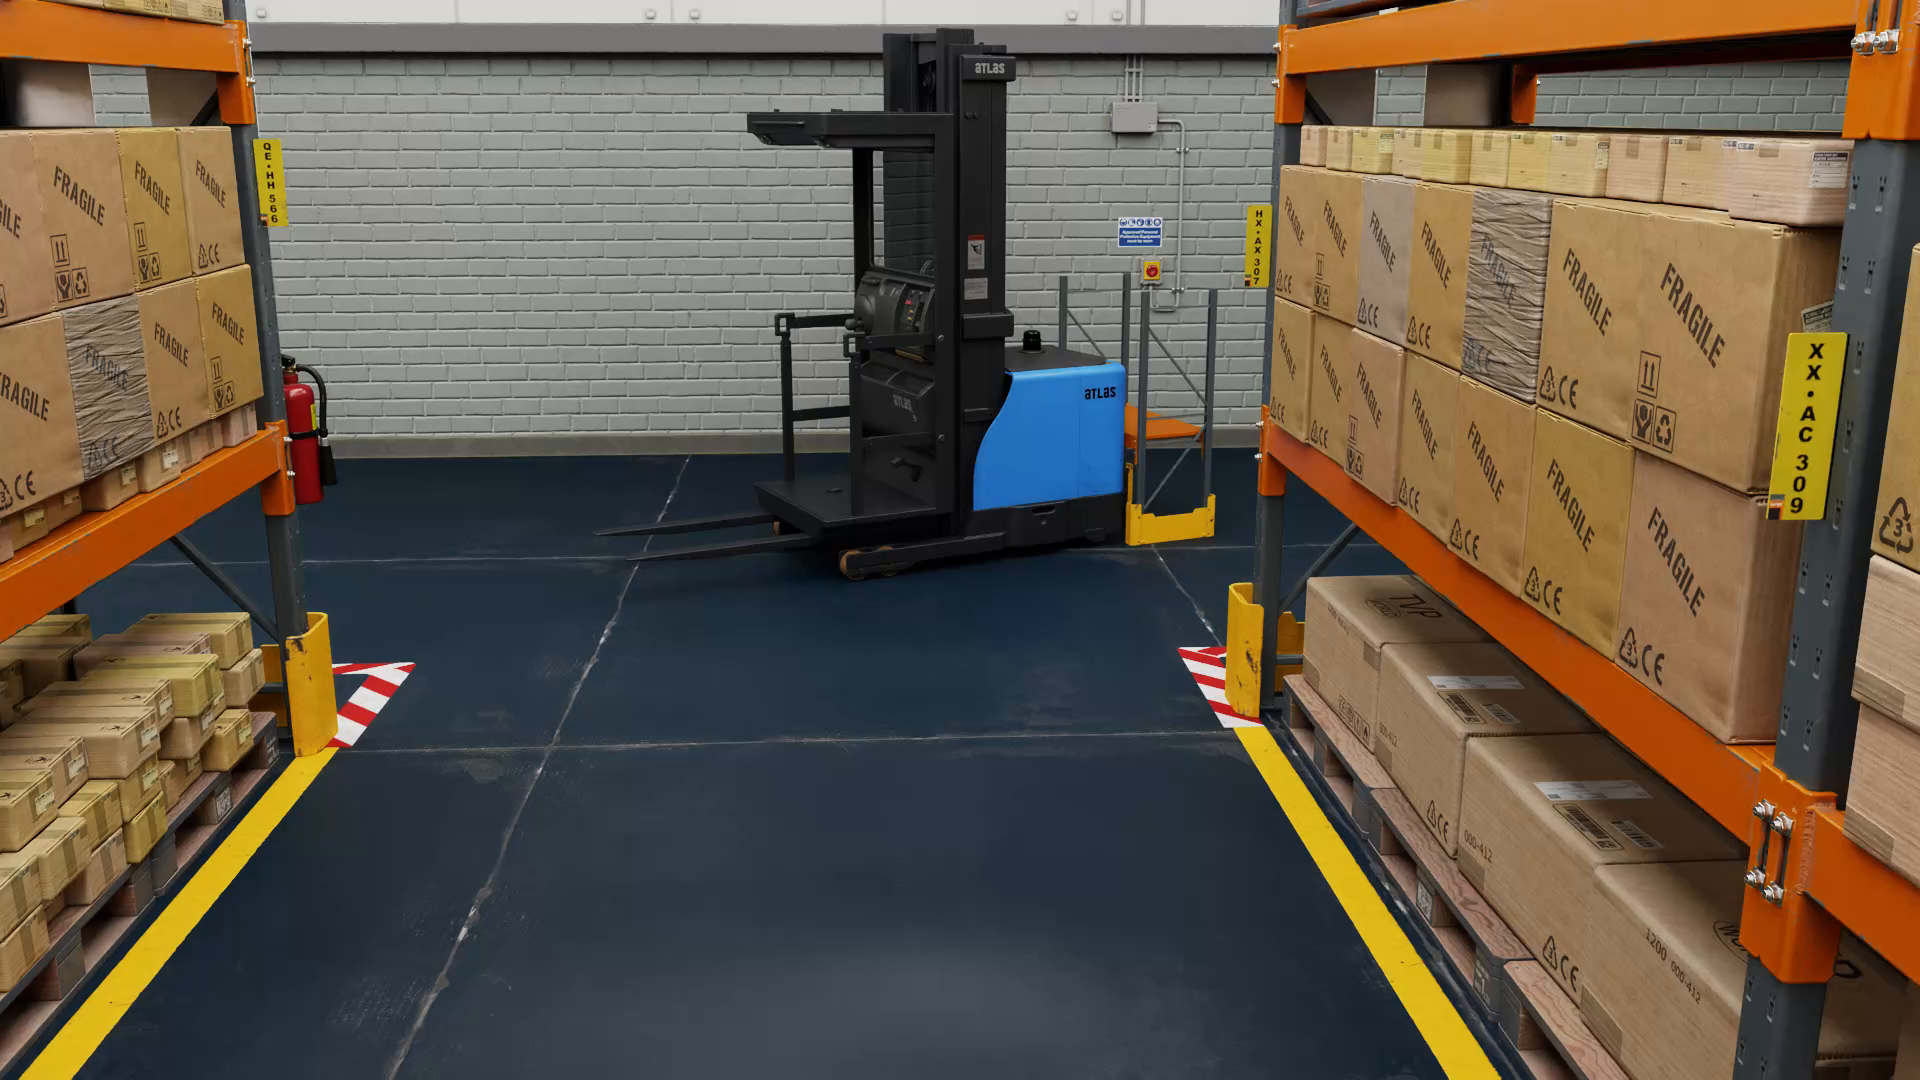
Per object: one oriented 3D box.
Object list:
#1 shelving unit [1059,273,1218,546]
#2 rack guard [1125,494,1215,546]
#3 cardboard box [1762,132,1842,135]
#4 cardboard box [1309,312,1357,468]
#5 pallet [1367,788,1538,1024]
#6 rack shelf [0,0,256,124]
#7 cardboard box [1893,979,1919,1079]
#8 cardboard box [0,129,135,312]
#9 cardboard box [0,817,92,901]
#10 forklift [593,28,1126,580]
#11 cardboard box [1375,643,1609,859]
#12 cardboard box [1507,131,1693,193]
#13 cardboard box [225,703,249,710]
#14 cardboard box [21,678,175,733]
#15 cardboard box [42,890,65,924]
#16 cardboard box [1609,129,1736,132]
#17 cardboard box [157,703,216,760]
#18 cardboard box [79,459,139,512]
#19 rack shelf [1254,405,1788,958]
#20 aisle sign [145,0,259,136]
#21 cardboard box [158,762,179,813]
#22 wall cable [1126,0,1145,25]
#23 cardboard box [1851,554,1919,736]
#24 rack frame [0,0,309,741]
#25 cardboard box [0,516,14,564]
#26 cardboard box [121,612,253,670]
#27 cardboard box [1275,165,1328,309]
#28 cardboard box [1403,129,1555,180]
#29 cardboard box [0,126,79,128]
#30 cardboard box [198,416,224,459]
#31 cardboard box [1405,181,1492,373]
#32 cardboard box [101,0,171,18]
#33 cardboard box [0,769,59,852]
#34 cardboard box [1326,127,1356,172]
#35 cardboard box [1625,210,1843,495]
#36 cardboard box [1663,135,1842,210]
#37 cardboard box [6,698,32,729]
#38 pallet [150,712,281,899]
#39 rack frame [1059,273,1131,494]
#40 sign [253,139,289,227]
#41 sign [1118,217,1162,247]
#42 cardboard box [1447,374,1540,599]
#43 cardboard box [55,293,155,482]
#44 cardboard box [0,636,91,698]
[{"bbox_3d":[1.065,-0.844,10.295,0.587,1.500,1.083,-6,16,-23],"label":"shelving unit"},{"bbox_3d":[1.268,-0.125,10.010,0.587,0.250,0.087,-6,16,-23],"label":"rack guard"},{"bbox_3d":[2.218,-0.930,4.111,0.380,0.149,0.250,-1,14,-5],"label":"cardboard box"},{"bbox_3d":[1.565,-0.539,5.900,0.500,0.500,0.500,-1,14,-4],"label":"cardboard box"},{"bbox_3d":[1.962,1.111,5.284,1.003,0.211,1.213,-1,14,-3],"label":"pallet"},{"bbox_3d":[-3.048,-1.245,4.269,1.077,0.370,4.000,-1,14,-3],"label":"rack shelf"},{"bbox_3d":[2.128,1.234,2.633,0.875,0.875,0.875,0,14,-2],"label":"cardboard box"},{"bbox_3d":[-2.823,-0.950,4.893,0.500,0.500,0.500,0,14,-1],"label":"cardboard box"},{"bbox_3d":[-2.733,0.912,4.744,0.380,0.149,0.250,-1,14,-3],"label":"cardboard box"},{"bbox_3d":[-0.558,-1.347,9.378,3.031,2.935,1.130,-7,16,-27],"label":"forklift"},{"bbox_3d":[1.968,0.688,5.632,0.875,0.438,0.875,0,14,-2],"label":"cardboard box"},{"bbox_3d":[1.657,-0.982,4.315,0.380,0.149,0.250,-1,14,-5],"label":"cardboard box"},{"bbox_3d":[-2.931,0.667,6.293,0.380,0.149,0.250,-1,14,-2],"label":"cardboard box"},{"bbox_3d":[-2.832,0.570,5.476,0.380,0.149,0.250,-1,15,-6],"label":"cardboard box"},{"bbox_3d":[-2.840,1.052,4.795,0.380,0.149,0.250,0,14,-2],"label":"cardboard box"},{"bbox_3d":[2.116,-1.118,4.844,0.380,0.149,0.250,0,14,-2],"label":"cardboard box"},{"bbox_3d":[-2.820,0.651,5.757,0.380,0.149,0.250,-1,15,-6],"label":"cardboard box"},{"bbox_3d":[-2.835,-0.186,5.234,0.380,0.149,0.250,-2,15,-6],"label":"cardboard box"},{"bbox_3d":[1.886,0.106,5.038,1.077,0.370,4.000,-1,14,-3],"label":"rack shelf"},{"bbox_3d":[-2.877,-1.920,6.251,0.394,0.787,0.004,-1,14,-3],"label":"aisle sign"},{"bbox_3d":[-2.856,0.858,5.552,0.380,0.149,0.250,-1,14,-3],"label":"cardboard box"},{"bbox_3d":[1.129,-5.055,11.615,0.463,3.000,0.029,-1,14,-3],"label":"wall cable"},{"bbox_3d":[1.756,0.199,2.529,0.500,0.250,0.500,-1,14,-5],"label":"cardboard box"},{"bbox_3d":[-3.172,-0.638,6.487,1.000,3.000,0.127,-1,14,-3],"label":"rack frame"},{"bbox_3d":[-2.808,0.010,4.471,0.380,0.149,0.250,0,14,-1],"label":"cardboard box"},{"bbox_3d":[-2.886,0.379,6.219,0.380,0.149,0.250,-1,14,-3],"label":"cardboard box"},{"bbox_3d":[1.508,-1.149,6.263,0.500,0.500,0.500,-1,14,-5],"label":"cardboard box"},{"bbox_3d":[1.574,-1.171,5.049,0.380,0.149,0.250,-1,14,-3],"label":"cardboard box"},{"bbox_3d":[-3.409,-1.199,5.863,0.500,0.500,0.500,-1,14,-4],"label":"cardboard box"},{"bbox_3d":[-2.892,-0.377,5.977,0.380,0.149,0.250,-1,14,-4],"label":"cardboard box"},{"bbox_3d":[1.618,-0.768,4.785,0.500,0.500,0.500,-1,14,-3],"label":"cardboard box"},{"bbox_3d":[-2.841,-1.782,5.215,0.500,0.250,0.500,-1,14,-3],"label":"cardboard box"},{"bbox_3d":[-2.810,0.768,4.706,0.380,0.149,0.250,-1,14,-3],"label":"cardboard box"},{"bbox_3d":[1.497,-1.363,5.796,0.380,0.149,0.250,0,14,-2],"label":"cardboard box"},{"bbox_3d":[1.705,-0.391,3.317,0.500,0.500,0.500,-1,14,-4],"label":"cardboard box"},{"bbox_3d":[1.760,-0.793,3.578,0.380,0.149,0.250,-1,14,-3],"label":"cardboard box"},{"bbox_3d":[-3.332,0.658,5.731,0.380,0.149,0.250,-1,14,-3],"label":"cardboard box"},{"bbox_3d":[-3.152,0.934,5.973,1.003,0.211,1.213,-1,14,-3],"label":"pallet"},{"bbox_3d":[0.861,-0.957,10.736,0.500,1.500,0.032,-6,16,-23],"label":"rack frame"},{"bbox_3d":[-2.617,-1.355,6.317,0.100,0.325,0.005,-1,14,-3],"label":"sign"},{"bbox_3d":[1.338,-2.287,12.353,0.327,0.218,0.001,-1,14,-3],"label":"sign"},{"bbox_3d":[1.643,-0.157,4.417,0.500,0.500,0.500,-1,14,-4],"label":"cardboard box"},{"bbox_3d":[-2.820,-0.469,5.030,0.500,0.500,0.500,-1,14,-3],"label":"cardboard box"},{"bbox_3d":[-3.341,0.453,5.929,0.380,0.149,0.250,-1,14,-2],"label":"cardboard box"}]
